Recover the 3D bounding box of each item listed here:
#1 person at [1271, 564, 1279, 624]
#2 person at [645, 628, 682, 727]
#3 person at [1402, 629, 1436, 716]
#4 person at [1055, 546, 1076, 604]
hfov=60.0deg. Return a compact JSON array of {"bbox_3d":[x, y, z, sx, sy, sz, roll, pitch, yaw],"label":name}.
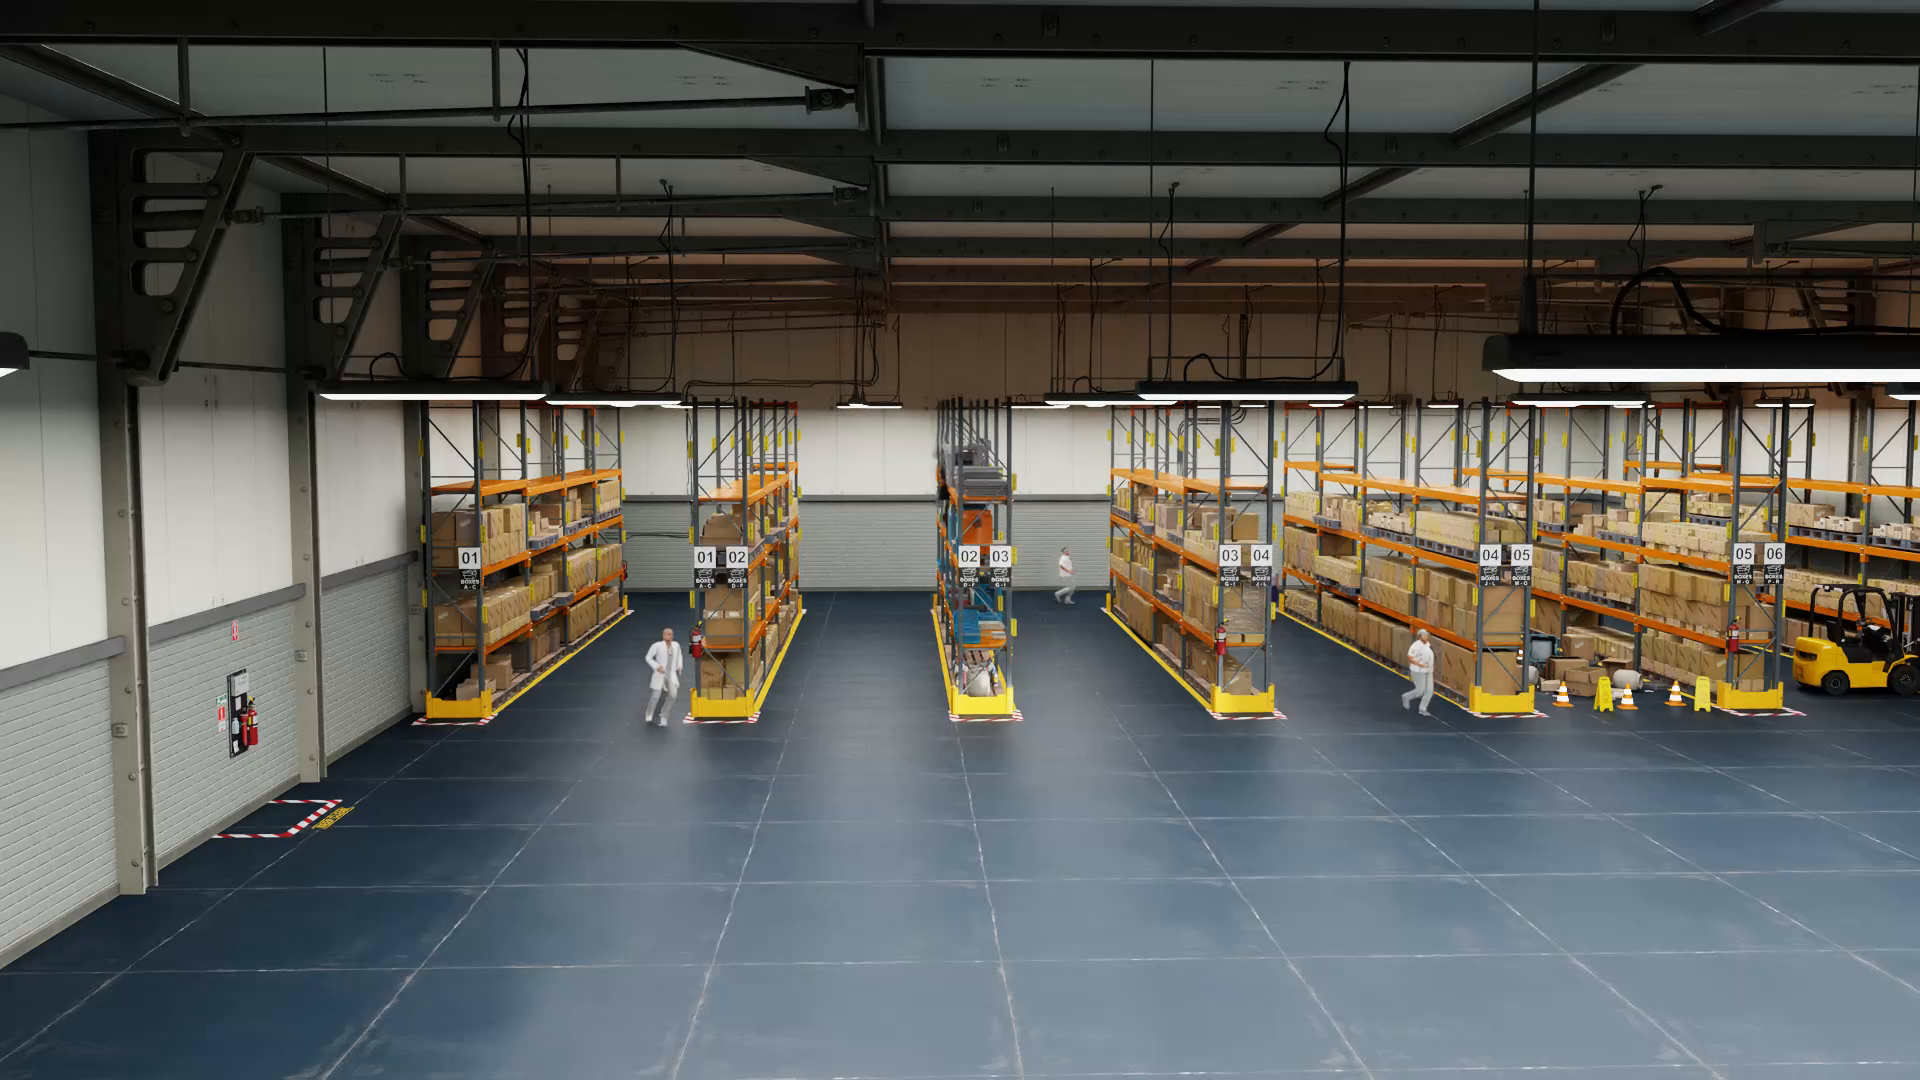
[{"bbox_3d":[8.406,1.411,45.195,0.590,1.701,0.862,0,4,-2],"label":"person"},{"bbox_3d":[-5.396,2.518,30.474,0.771,1.805,0.714,-3,5,-30],"label":"person"},{"bbox_3d":[8.705,2.487,31.454,0.613,1.630,0.623,-3,5,-34],"label":"person"},{"bbox_3d":[3.131,1.038,49.426,0.629,1.730,0.663,0,4,6],"label":"person"}]
